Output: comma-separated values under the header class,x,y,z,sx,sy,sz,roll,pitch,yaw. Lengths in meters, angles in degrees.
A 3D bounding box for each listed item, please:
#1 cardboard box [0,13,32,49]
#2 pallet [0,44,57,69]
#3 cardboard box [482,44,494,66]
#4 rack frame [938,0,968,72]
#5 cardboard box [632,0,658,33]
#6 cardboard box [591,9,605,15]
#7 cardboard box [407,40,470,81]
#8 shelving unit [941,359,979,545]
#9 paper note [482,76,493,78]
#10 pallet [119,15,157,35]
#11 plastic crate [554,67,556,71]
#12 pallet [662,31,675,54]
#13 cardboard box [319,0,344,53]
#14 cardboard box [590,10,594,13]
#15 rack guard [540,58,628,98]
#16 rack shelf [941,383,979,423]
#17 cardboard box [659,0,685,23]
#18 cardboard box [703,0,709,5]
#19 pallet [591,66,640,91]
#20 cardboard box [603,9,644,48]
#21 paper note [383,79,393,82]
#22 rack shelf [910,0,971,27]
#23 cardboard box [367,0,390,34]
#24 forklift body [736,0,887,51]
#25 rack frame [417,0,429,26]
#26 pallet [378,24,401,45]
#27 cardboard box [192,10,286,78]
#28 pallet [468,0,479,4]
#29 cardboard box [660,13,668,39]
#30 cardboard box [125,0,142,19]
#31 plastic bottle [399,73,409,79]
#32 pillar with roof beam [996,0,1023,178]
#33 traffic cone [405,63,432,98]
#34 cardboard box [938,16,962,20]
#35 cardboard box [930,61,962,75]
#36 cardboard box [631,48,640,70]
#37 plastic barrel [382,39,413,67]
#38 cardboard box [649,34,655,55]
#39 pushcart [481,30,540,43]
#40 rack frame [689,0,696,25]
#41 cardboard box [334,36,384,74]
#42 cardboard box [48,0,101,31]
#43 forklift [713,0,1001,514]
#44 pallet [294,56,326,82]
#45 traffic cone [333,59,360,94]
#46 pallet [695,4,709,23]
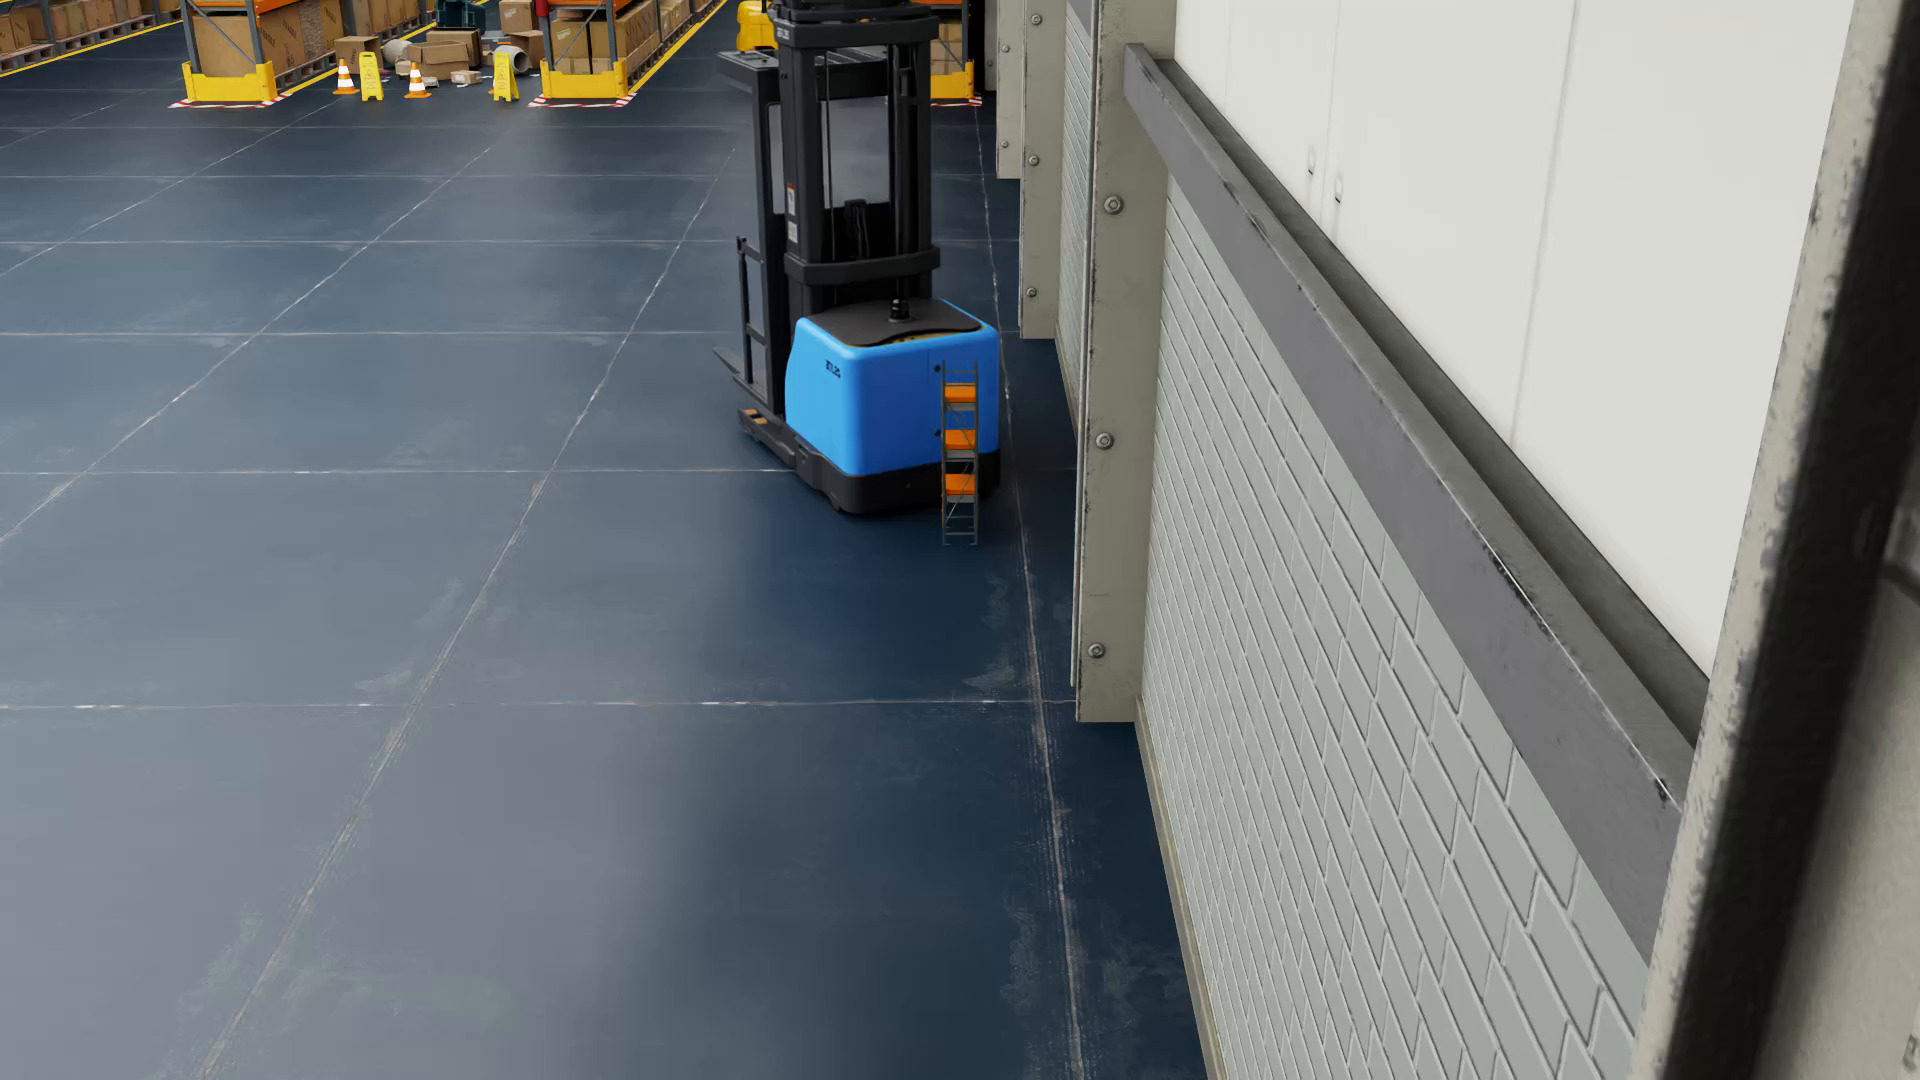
class,x,y,z,sx,sy,sz,roll,pitch,yaw
cardboard box,-15.339,-8.183,26.727,0.500,0.500,0.500,-1,24,-2
pallet,-15.261,-7.749,26.627,1.003,0.211,1.213,0,24,-1
cardboard box,-7.532,-7.749,26.562,0.258,0.266,0.396,-19,31,-36
rack frame,-0.387,-7.716,23.170,1.000,3.000,0.127,0,24,-1
cardboard box,-5.120,-8.378,26.551,0.500,0.500,0.500,-1,24,-1
cardboard box,-5.628,-7.724,25.106,0.500,0.500,0.500,-1,24,-2
cardboard box,-7.901,-7.267,25.207,0.797,0.503,0.637,-19,31,-36
shelving unit,-0.001,-0.500,9.582,0.215,1.050,0.252,0,24,-1
paper note,-7.211,-7.065,25.349,0.148,0.019,0.142,8,26,18
pallet,-15.340,-9.352,30.171,1.003,0.211,1.213,0,24,-1
plastic crate,-6.197,-7.360,25.925,0.402,0.080,0.583,-9,26,-19
pallet,-5.404,-8.391,28.046,1.003,0.211,1.213,0,24,-1
cardboard box,-10.406,-8.240,26.398,0.875,0.875,0.875,0,24,0
cardboard box,-5.692,-7.960,24.840,0.380,0.149,0.250,1,24,2
rack guard,-5.352,-6.585,23.702,1.175,0.500,0.348,0,24,-1
rack shelf,-0.001,-0.749,9.470,0.215,0.259,0.240,0,24,-1
cardboard box,-5.426,-9.446,29.674,0.950,0.372,0.625,-1,24,-2
cardboard box,-5.368,-10.864,32.201,0.875,0.875,0.875,0,24,0
pallet,-5.325,-6.788,24.502,1.003,0.211,1.213,0,24,-1
cardboard box,-5.091,-7.738,25.136,0.500,0.500,0.500,0,24,0
paper note,-8.618,-6.911,24.996,0.144,0.017,0.142,8,26,18
rack shelf,-0.409,-8.212,25.141,1.077,0.370,4.000,0,24,-1
cardboard box,-10.446,-9.096,28.441,1.050,0.750,0.750,0,24,-1
forklift body,-2.232,-8.102,25.055,2.313,2.155,1.214,0,24,-1
rack frame,-10.387,-10.925,30.265,1.000,3.000,0.127,0,24,-1
pallet,-10.443,-8.828,29.012,1.003,0.211,1.213,0,24,-1
cardboard box,-10.373,-7.131,23.945,0.875,0.875,0.875,0,24,0
pallet,-10.420,-10.982,33.775,1.003,0.211,1.213,0,24,-1
cardboard box,-5.403,-8.551,27.695,0.950,0.372,0.625,0,24,0
cardboard box,-15.320,-9.730,30.122,0.700,0.500,0.500,-2,24,-3
plastic bottle,-8.458,-7.054,25.272,0.133,0.061,0.283,-9,26,-19
pillar with roof beam,-3.733,-8.249,17.068,9.100,9.000,0.400,0,24,-1
traffic cone,-7.752,-6.563,23.699,0.336,0.463,0.334,0,24,-1
cardboard box,-0.212,-7.515,24.339,0.500,0.250,0.500,0,24,0
cardboard box,-0.197,-6.858,24.100,0.500,0.250,0.500,0,24,0
cardboard box,-5.081,-7.175,24.801,0.500,0.250,0.500,1,24,1
plastic barrel,-8.797,-7.642,26.133,0.512,0.421,0.421,19,30,35
cardboard box,-5.103,-7.817,26.221,0.500,0.250,0.500,-1,24,-2
pushcart,-7.674,-8.115,27.234,1.648,0.377,0.936,-9,26,-19
rack frame,-5.438,-10.989,30.406,1.000,3.000,0.127,0,24,-1
cardboard box,-9.300,-7.504,25.731,0.500,0.500,0.500,4,25,9
cardboard box,-15.282,-9.038,28.592,0.700,0.500,0.500,-2,24,-5
forklift,-0.862,-2.066,10.761,1.130,2.935,3.031,-12,27,-24
pallet,-10.397,-7.188,25.388,1.003,0.211,1.213,0,24,-1
traffic cone,-8.885,-6.698,23.997,0.336,0.463,0.334,0,24,-1
pallet,-5.371,-10.043,31.700,1.003,0.211,1.213,0,24,-1
